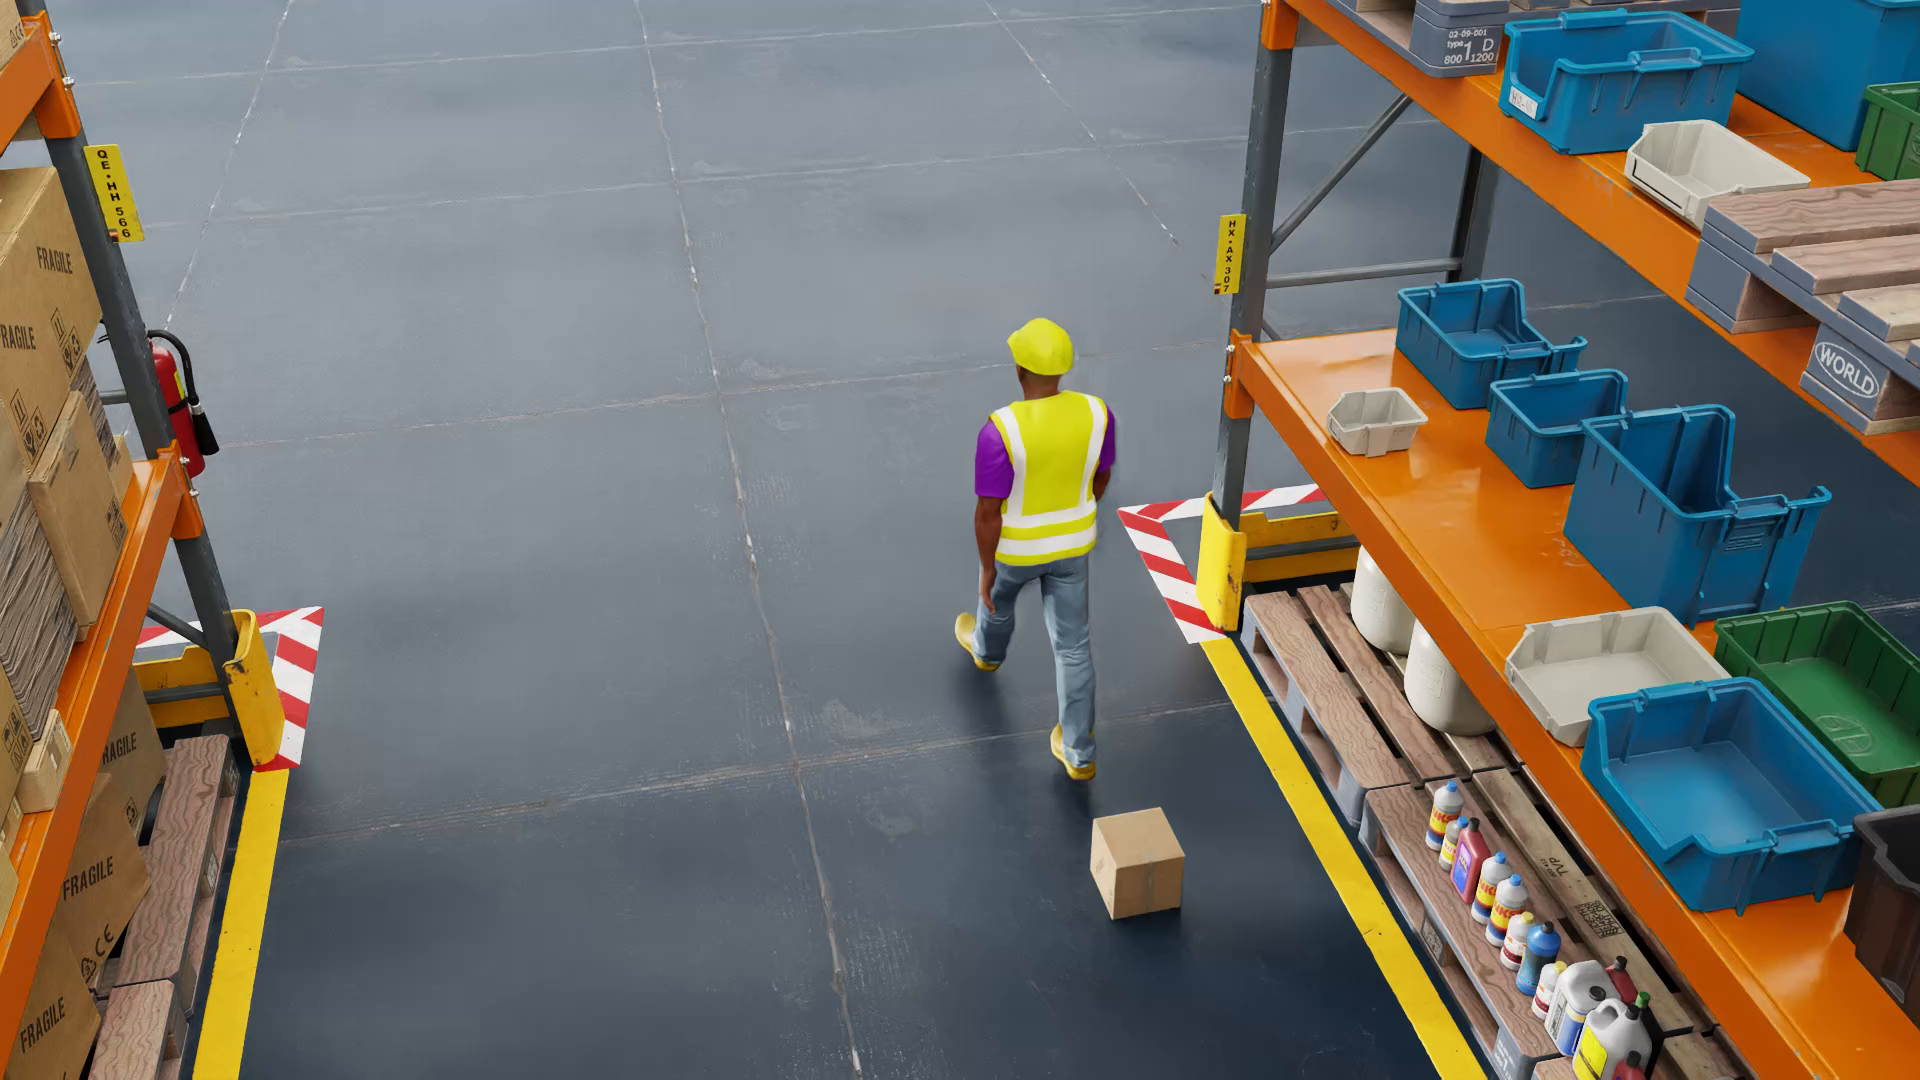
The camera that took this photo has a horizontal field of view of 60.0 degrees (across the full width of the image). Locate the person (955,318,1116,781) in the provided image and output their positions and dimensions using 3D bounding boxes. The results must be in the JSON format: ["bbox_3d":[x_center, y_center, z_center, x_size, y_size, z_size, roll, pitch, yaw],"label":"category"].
[{"bbox_3d":[0.289,-0.039,6.190,0.567,1.707,1.086,-9,35,-12],"label":"person"}]
